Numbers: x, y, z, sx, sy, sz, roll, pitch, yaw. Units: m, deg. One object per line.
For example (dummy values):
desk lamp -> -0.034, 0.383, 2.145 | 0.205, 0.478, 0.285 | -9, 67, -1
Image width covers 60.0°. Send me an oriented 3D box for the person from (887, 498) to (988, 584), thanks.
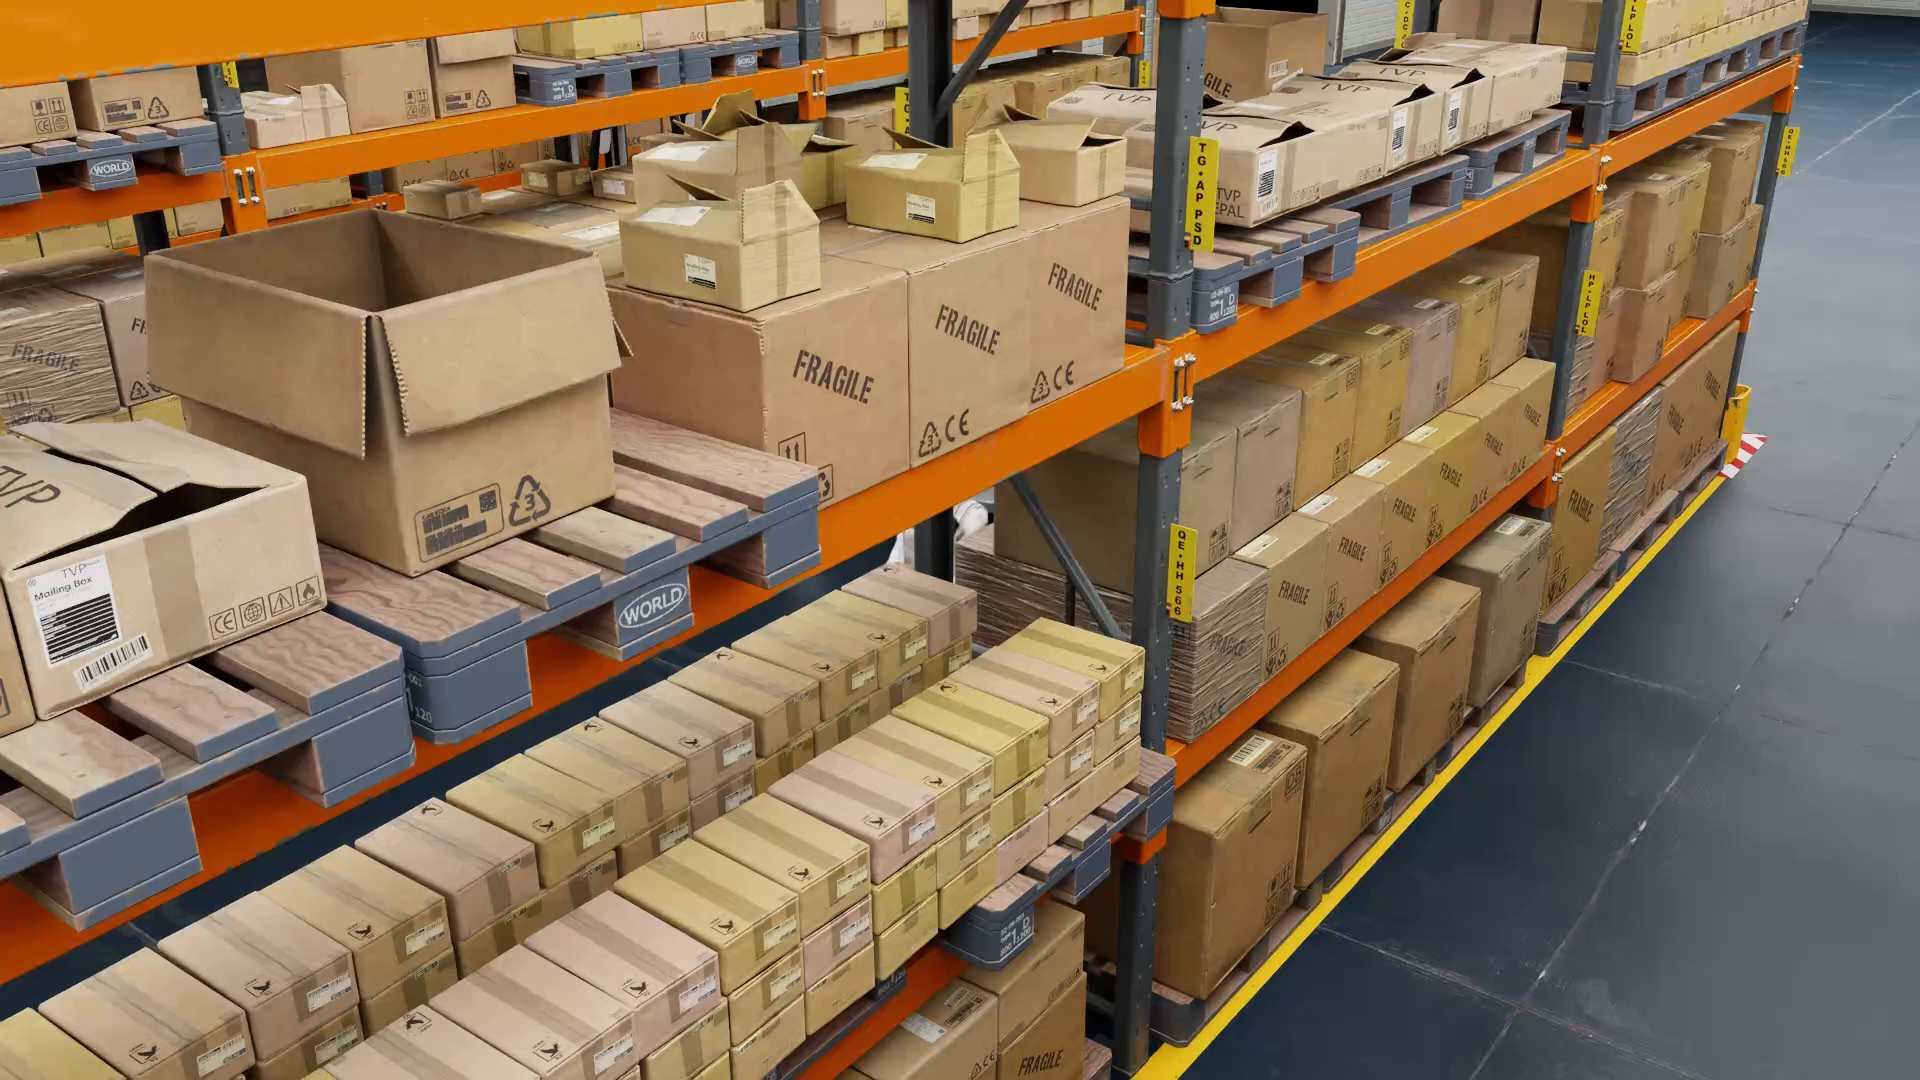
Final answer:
person -> -0.128, 0.334, 7.793 | 0.468, 1.697, 0.552 | 16, 29, 33
